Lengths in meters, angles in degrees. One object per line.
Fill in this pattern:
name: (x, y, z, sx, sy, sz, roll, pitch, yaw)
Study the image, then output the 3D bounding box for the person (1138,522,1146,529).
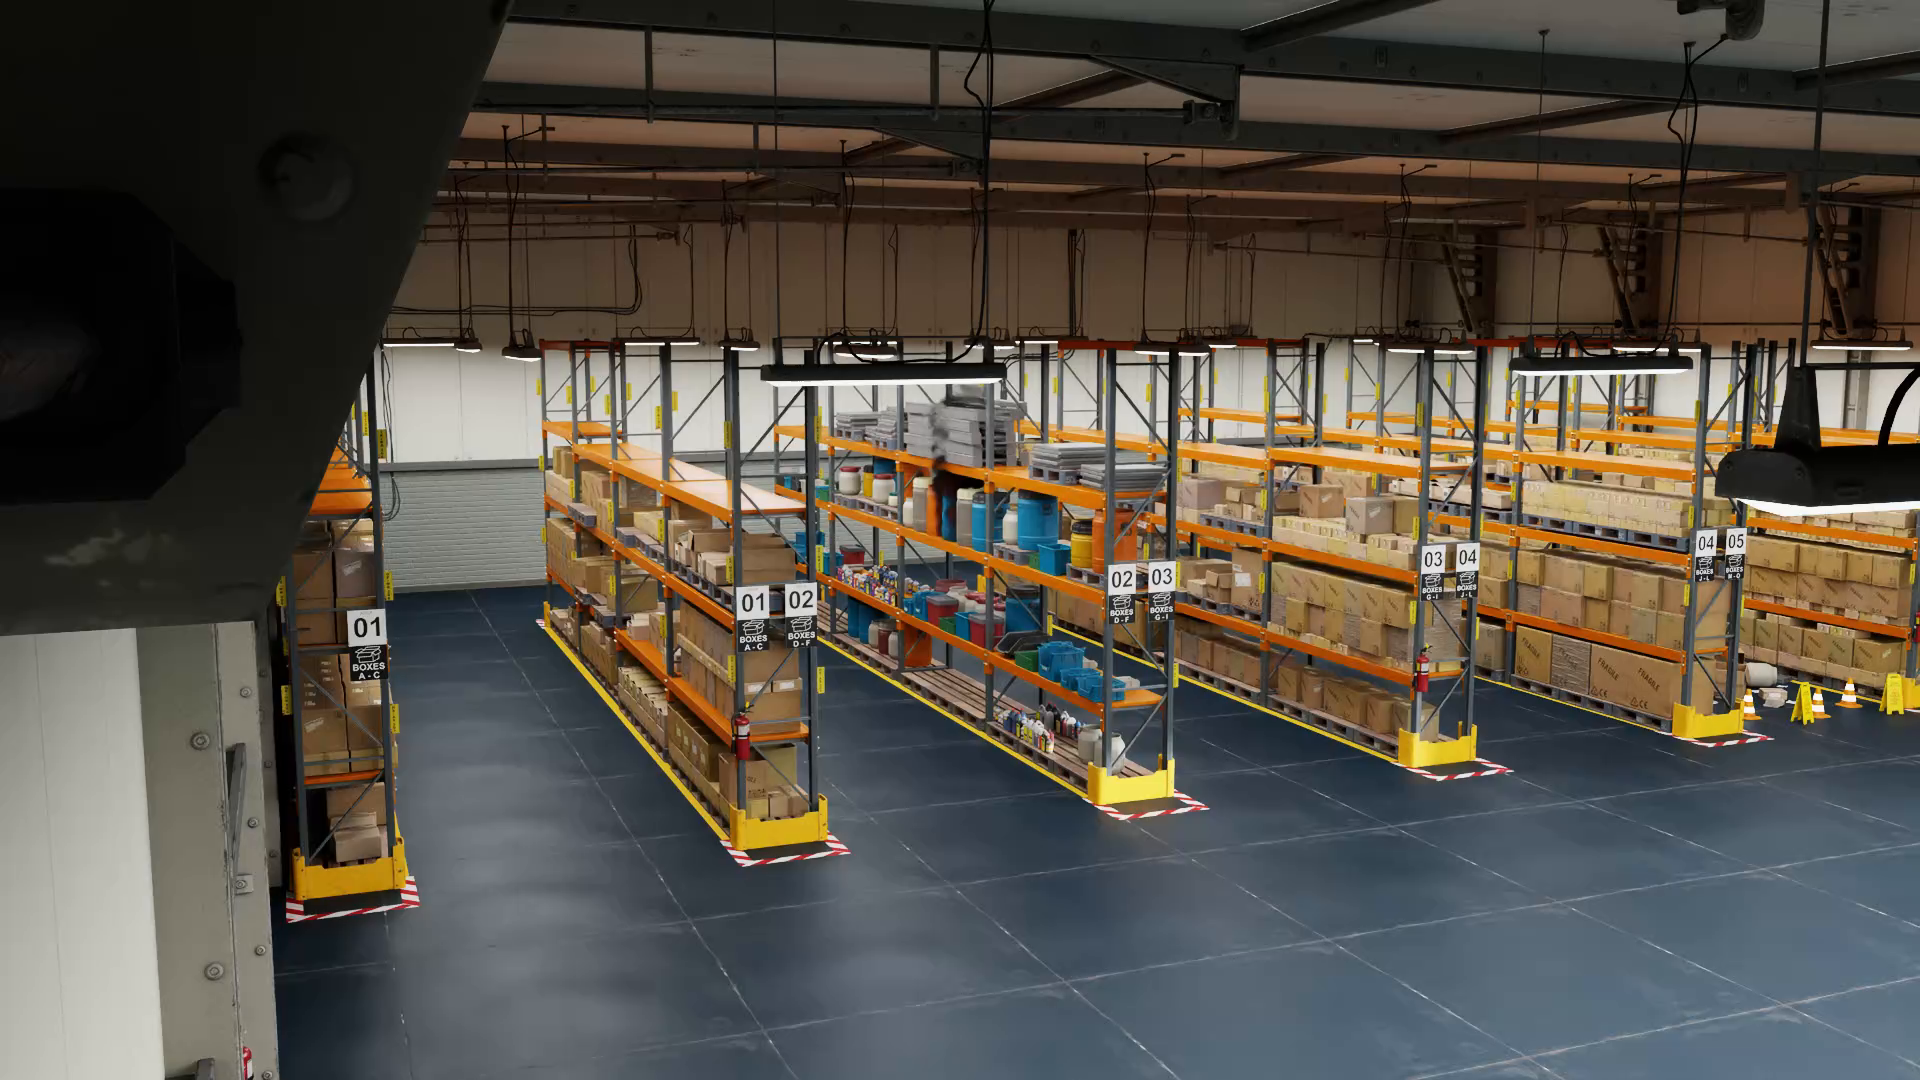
person: (4.216, 0.408, 39.207, 0.719, 1.673, 0.838, -1, 8, -9)
